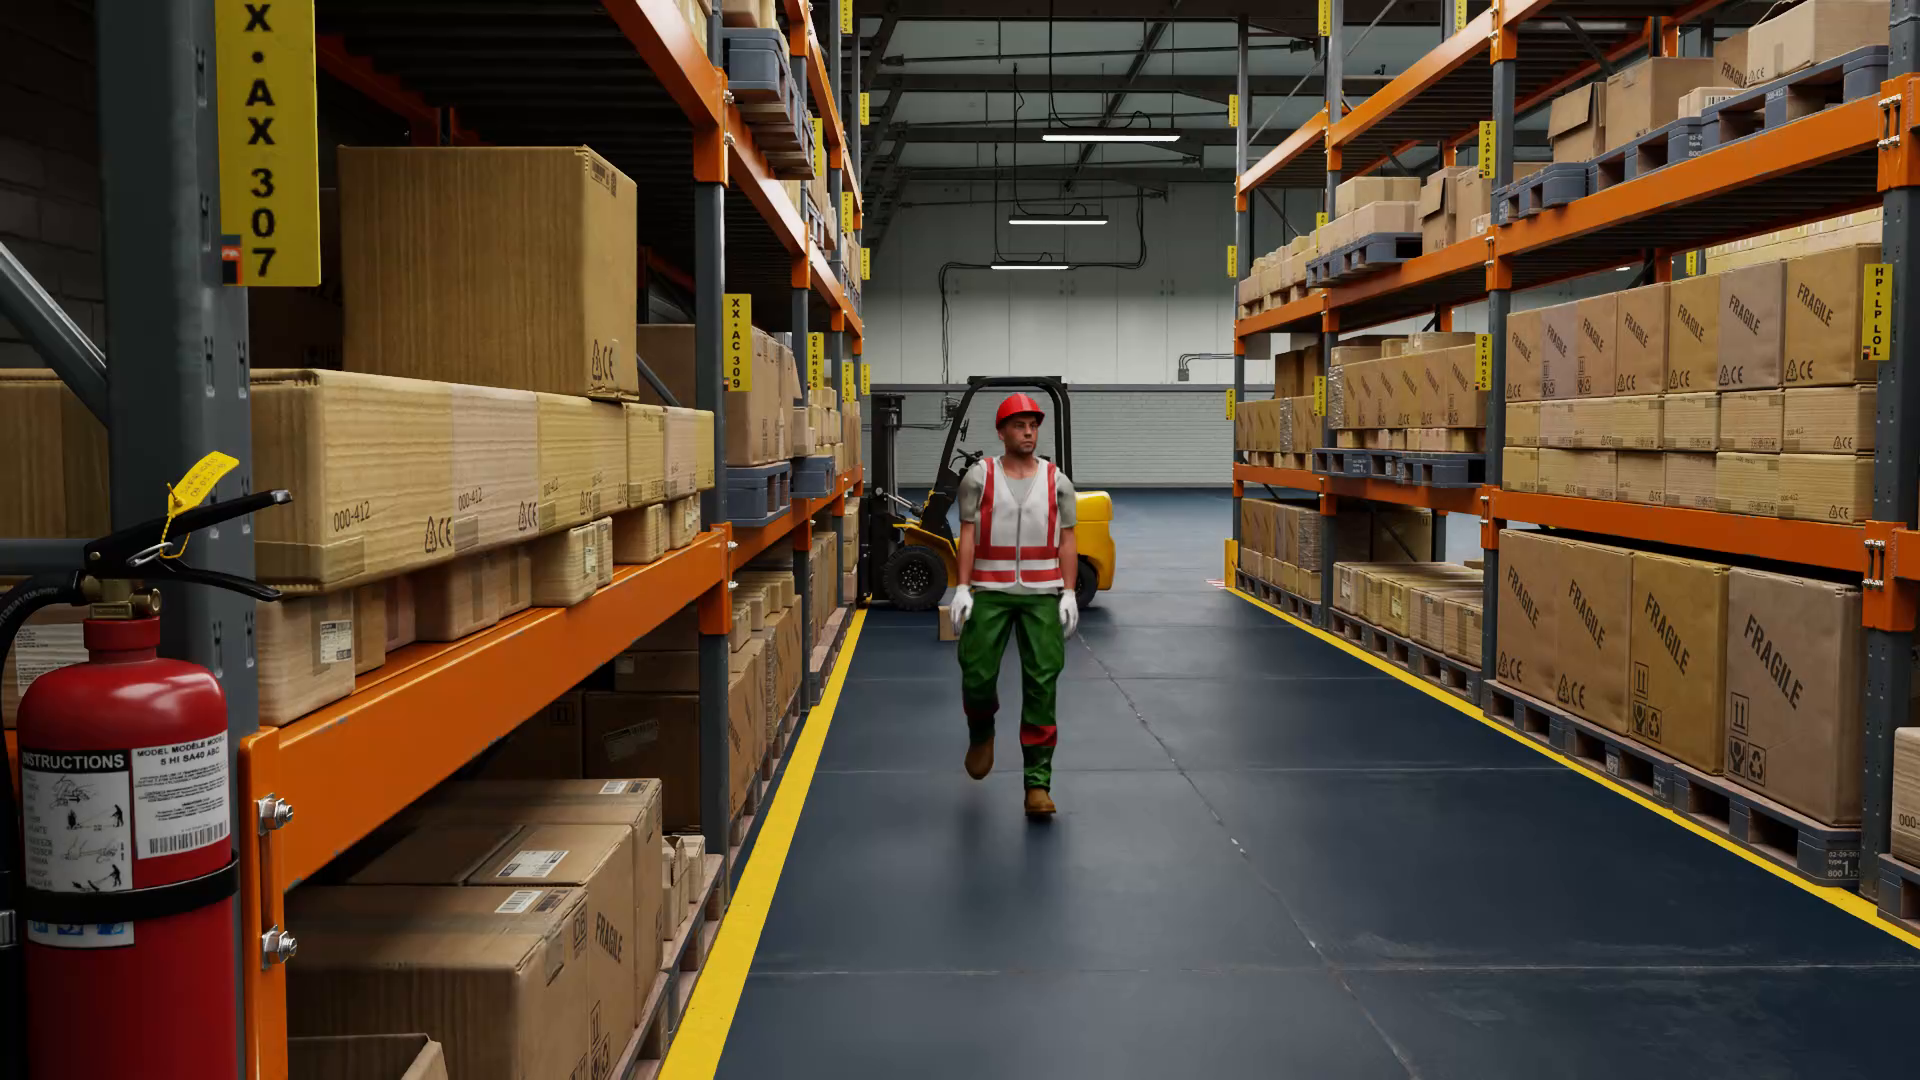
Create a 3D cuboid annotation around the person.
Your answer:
[{"bbox_3d":[0.238,0.254,7.214,0.572,1.780,0.714,0,4,-3],"label":"person"}]
